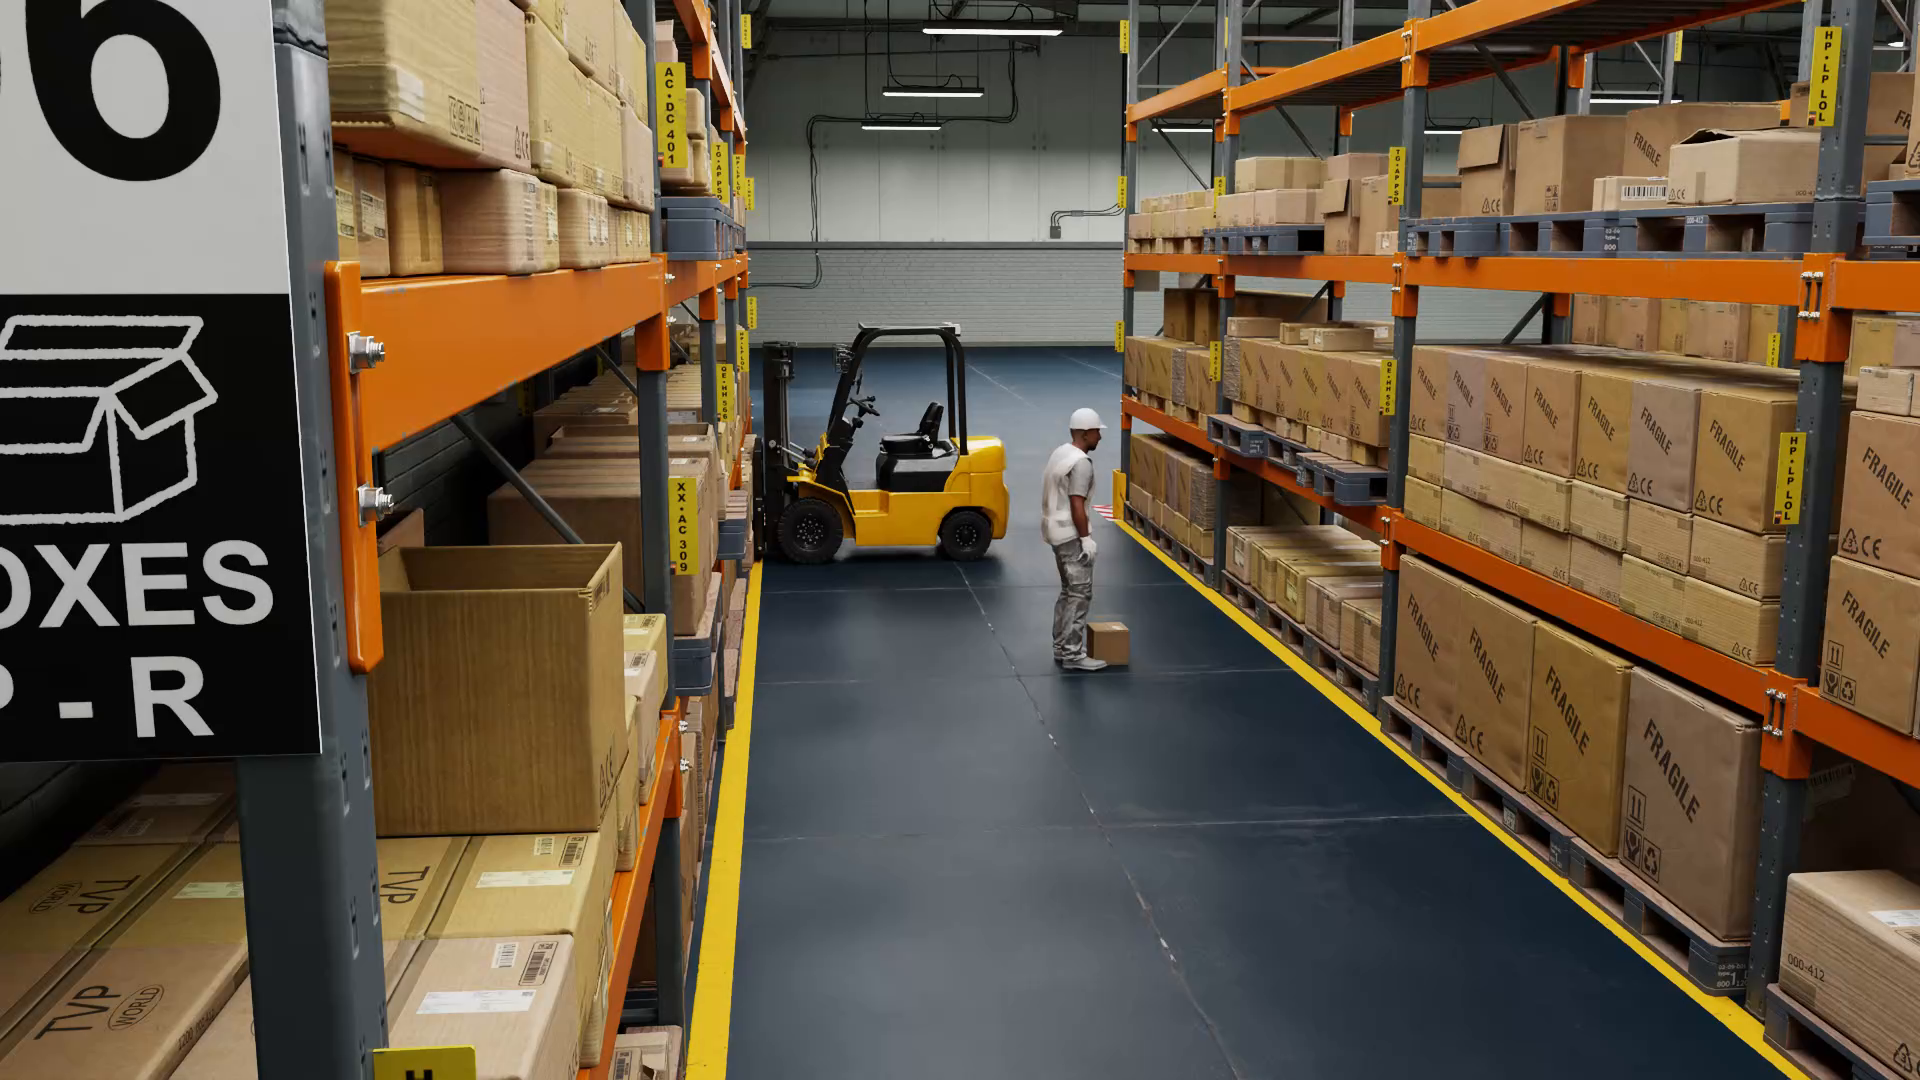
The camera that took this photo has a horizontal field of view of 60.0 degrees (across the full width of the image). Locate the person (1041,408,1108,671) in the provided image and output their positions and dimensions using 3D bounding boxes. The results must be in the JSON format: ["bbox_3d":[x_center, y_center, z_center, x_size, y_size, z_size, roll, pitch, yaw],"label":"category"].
[{"bbox_3d":[0.797,-0.018,11.474,0.450,1.773,0.622,-2,10,-9],"label":"person"}]
